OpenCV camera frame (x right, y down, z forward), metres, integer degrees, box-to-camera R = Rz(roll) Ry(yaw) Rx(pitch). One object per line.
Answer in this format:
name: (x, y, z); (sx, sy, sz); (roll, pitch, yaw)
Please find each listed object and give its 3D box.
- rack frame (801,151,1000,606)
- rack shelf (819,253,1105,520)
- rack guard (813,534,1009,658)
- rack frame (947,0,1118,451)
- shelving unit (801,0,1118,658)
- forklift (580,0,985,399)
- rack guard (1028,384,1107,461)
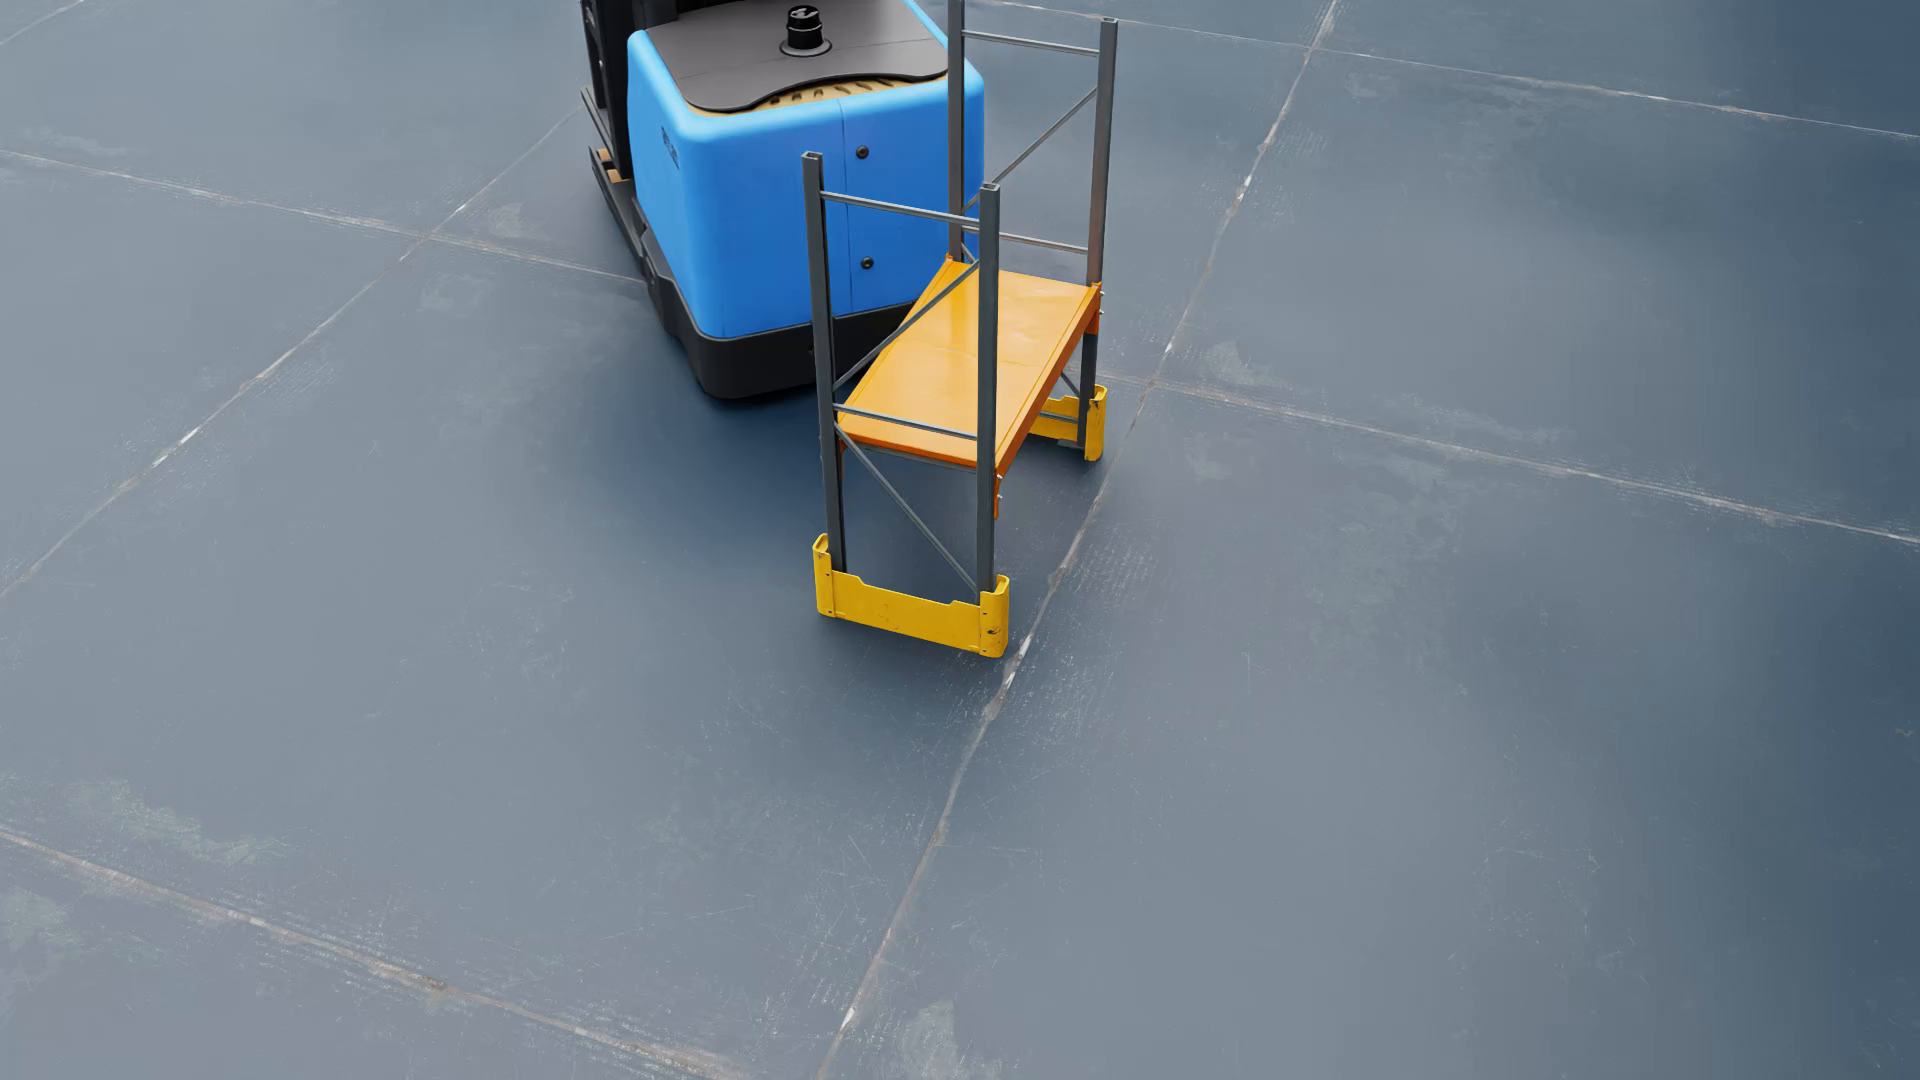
rack frame: (-0.145, -0.313, 4.461); (0.500, 1.500, 0.032); (13, 42, 15)
rack shelf: (0.029, -0.486, 4.941); (0.538, 0.185, 1.000); (13, 42, 15)
rack guard: (-0.144, 0.162, 4.867); (0.587, 0.250, 0.087); (13, 42, 15)
rack frame: (0.203, -0.933, 5.188); (0.500, 1.500, 0.032); (13, 42, 15)
shelving unit: (0.026, -0.617, 4.818); (0.587, 1.500, 1.083); (13, 42, 15)
forklift: (-0.903, -2.562, 5.995); (1.130, 2.935, 3.031); (-14, 42, -16)
rack guard: (0.196, -0.445, 5.579); (0.587, 0.250, 0.087); (13, 42, 15)
